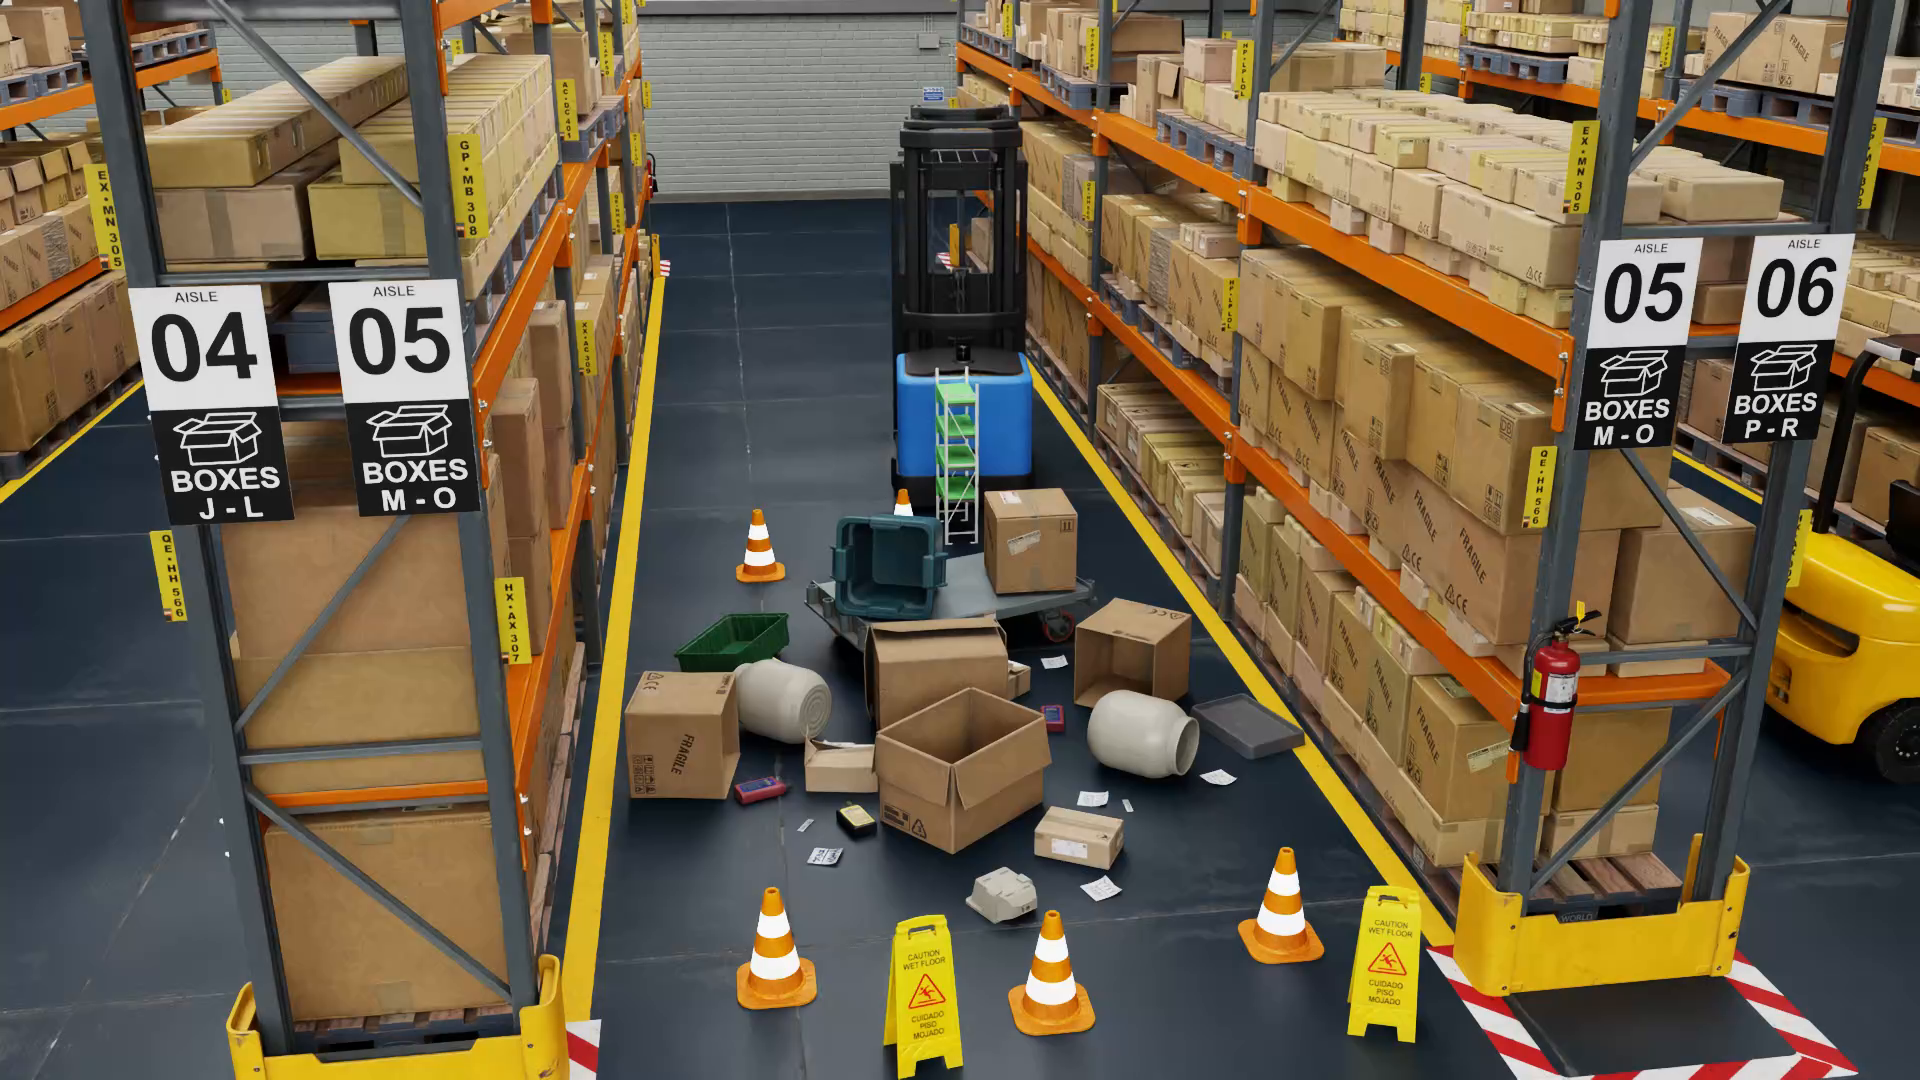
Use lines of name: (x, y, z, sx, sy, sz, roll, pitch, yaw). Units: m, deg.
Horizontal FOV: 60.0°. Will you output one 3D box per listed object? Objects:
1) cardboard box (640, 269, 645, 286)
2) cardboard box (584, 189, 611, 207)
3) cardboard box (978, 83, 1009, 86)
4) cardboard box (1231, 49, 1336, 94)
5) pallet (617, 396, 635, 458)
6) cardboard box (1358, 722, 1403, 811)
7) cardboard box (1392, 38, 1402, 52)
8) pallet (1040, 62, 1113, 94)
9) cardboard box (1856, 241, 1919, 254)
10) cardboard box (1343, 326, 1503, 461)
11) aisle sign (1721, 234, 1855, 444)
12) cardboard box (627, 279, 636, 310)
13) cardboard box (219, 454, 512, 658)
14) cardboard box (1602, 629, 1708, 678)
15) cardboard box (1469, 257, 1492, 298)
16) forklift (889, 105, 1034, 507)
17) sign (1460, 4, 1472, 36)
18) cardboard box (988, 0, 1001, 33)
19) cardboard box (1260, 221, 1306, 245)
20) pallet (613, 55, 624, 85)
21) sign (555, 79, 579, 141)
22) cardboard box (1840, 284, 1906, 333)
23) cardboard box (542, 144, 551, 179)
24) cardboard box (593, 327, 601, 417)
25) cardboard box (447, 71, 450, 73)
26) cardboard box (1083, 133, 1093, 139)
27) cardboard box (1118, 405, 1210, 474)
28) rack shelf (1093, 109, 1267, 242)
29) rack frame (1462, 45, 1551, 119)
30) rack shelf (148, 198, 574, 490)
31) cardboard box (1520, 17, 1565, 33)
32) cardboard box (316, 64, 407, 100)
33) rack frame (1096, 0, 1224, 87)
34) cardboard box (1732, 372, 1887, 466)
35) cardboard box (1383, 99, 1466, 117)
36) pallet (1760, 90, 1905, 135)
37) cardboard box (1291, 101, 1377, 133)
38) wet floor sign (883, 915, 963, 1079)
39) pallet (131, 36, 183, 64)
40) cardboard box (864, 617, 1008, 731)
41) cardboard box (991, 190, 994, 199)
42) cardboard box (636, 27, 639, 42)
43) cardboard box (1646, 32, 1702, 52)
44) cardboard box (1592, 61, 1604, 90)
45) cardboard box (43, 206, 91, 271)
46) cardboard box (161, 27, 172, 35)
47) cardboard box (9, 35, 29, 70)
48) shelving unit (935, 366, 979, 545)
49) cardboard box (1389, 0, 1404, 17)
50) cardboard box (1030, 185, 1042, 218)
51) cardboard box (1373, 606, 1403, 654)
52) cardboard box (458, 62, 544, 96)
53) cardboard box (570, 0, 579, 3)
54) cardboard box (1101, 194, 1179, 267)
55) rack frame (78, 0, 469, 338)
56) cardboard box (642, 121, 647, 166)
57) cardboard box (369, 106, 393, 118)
cardboard box: (-3.802, -2.990, 18.985, 0.380, 0.149, 0.250, -3, 21, -8)
cardboard box: (-3.365, -3.086, 15.100, 0.380, 0.149, 0.250, -3, 21, -9)
cardboard box: (0.413, -5.304, 19.631, 0.380, 0.149, 0.250, -3, 21, -7)
cardboard box: (1.983, -2.877, 10.244, 0.500, 0.250, 0.500, -2, 21, -7)
pallet: (-3.378, -0.981, 14.542, 1.003, 0.211, 1.213, -3, 21, -8)
cardboard box: (2.320, 1.114, 8.277, 0.500, 0.250, 0.500, -3, 21, -8)
cardboard box: (5.356, -5.867, 19.709, 0.380, 0.149, 0.250, -2, 21, -7)
pallet: (1.307, -4.226, 15.226, 1.003, 0.211, 1.213, -2, 21, -5)
cardboard box: (7.092, -2.182, 12.701, 0.380, 0.149, 0.250, -3, 21, -7)
cardboard box: (2.239, -0.699, 7.804, 0.700, 0.500, 0.500, -3, 21, -8)
aisle sign: (3.085, -0.744, 6.205, 0.394, 0.787, 0.004, -3, 21, -8)
cardboard box: (-3.425, -2.355, 16.135, 0.500, 0.250, 0.500, -2, 21, -5)
cardboard box: (-2.129, 0.046, 6.047, 0.875, 0.550, 0.550, -3, 21, -8)
cardboard box: (2.926, 0.458, 7.062, 0.380, 0.149, 0.250, -3, 21, -8)
cardboard box: (2.369, -1.107, 6.965, 0.380, 0.149, 0.250, -2, 21, -6)
forklift: (-0.020, -2.093, 13.631, 1.130, 2.935, 3.031, -1, 20, -2)
sign: (5.415, -5.556, 17.778, 0.100, 0.325, 0.005, -3, 21, -8)
cardboard box: (0.605, -6.062, 18.985, 0.500, 0.500, 0.500, -3, 21, -7)
cardboard box: (2.217, -2.155, 11.604, 0.380, 0.149, 0.250, -2, 21, -5)
pallet: (-3.860, -4.500, 15.959, 1.213, 0.211, 1.003, -3, 21, -8)
sign: (-2.142, -2.345, 9.069, 0.100, 0.325, 0.005, -3, 21, -8)
cardboard box: (6.699, -1.667, 11.893, 0.500, 0.250, 0.500, -3, 21, -9)
cardboard box: (-2.246, -1.876, 8.282, 0.380, 0.149, 0.250, -3, 21, -7)
cardboard box: (-2.574, -1.049, 10.596, 0.500, 0.500, 0.500, -3, 21, -7)
cardboard box: (-3.161, -2.835, 10.616, 0.500, 0.311, 0.500, -4, 21, -10)
cardboard box: (1.488, -3.704, 16.276, 0.500, 0.500, 0.500, -2, 21, -6)
cardboard box: (1.802, -0.816, 13.270, 0.950, 0.372, 0.625, -3, 21, -9)
rack shelf: (1.905, -2.677, 11.839, 1.077, 0.370, 4.000, -3, 21, -8)
rack frame: (5.951, -3.938, 18.473, 1.000, 3.000, 0.127, -3, 21, -8)
rack shelf: (-2.402, -1.008, 7.368, 1.077, 0.370, 4.000, -3, 21, -8)
cardboard box: (5.822, -5.131, 16.571, 0.380, 0.149, 0.250, -3, 21, -7)
cardboard box: (-2.900, -2.218, 8.056, 0.380, 0.149, 0.250, -3, 21, -8)
rack frame: (1.617, -5.112, 13.042, 1.000, 3.000, 0.127, -3, 21, -8)
cardboard box: (6.803, -0.962, 13.298, 0.875, 0.625, 0.625, -4, 21, -10)
cardboard box: (2.517, -2.298, 9.015, 0.380, 0.149, 0.250, -2, 21, -6)
pallet: (6.878, -3.253, 12.620, 1.003, 0.211, 1.213, -2, 21, -5)
cardboard box: (2.011, -2.272, 8.944, 0.380, 0.149, 0.250, -4, 21, -10)
wet floor sign: (-0.151, 1.766, 6.566, 0.267, 0.644, 0.232, -7, 21, -17)
pallet: (-9.047, -5.256, 17.840, 1.003, 0.211, 1.213, -3, 21, -8)
cardboard box: (-0.132, 0.770, 9.241, 0.797, 0.637, 0.503, -3, 21, -8)
cardboard box: (0.640, -4.059, 18.654, 0.500, 0.500, 0.500, -3, 21, -9)
cardboard box: (-4.093, -5.978, 19.861, 0.500, 0.250, 0.500, -3, 21, -9)
cardboard box: (6.186, -4.318, 14.424, 0.380, 0.149, 0.250, -2, 21, -6)
cardboard box: (6.140, -4.228, 15.175, 0.500, 0.250, 0.500, -3, 21, -8)
cardboard box: (-8.282, -2.733, 15.104, 0.500, 0.500, 0.500, -3, 21, -8)
cardboard box: (-9.253, -5.889, 18.523, 0.700, 0.500, 0.500, -4, 21, -10)
cardboard box: (-8.698, -4.363, 14.849, 0.500, 0.311, 0.500, -4, 21, -10)
shelving unit: (-0.024, -0.619, 12.160, 0.258, 1.200, 0.503, -3, 21, -8)
cardboard box: (5.414, -6.339, 19.689, 0.500, 0.250, 0.500, -2, 21, -6)
cardboard box: (0.974, -3.329, 16.341, 0.500, 0.250, 0.500, -3, 21, -7)
cardboard box: (2.244, 0.429, 8.110, 0.380, 0.149, 0.250, -3, 21, -7)
cardboard box: (-2.251, -2.252, 8.147, 0.380, 0.149, 0.250, -3, 21, -8)
cardboard box: (-4.404, -5.880, 18.315, 0.380, 0.149, 0.250, -2, 21, -6)
cardboard box: (1.452, -2.517, 13.500, 0.500, 0.500, 0.500, -4, 21, -9)
rack frame: (-2.114, -2.058, 4.864, 1.000, 3.000, 0.127, -3, 21, -8)
cardboard box: (-4.101, -4.830, 20.294, 0.500, 0.500, 0.500, -2, 21, -7)
cardboard box: (-2.750, -1.817, 7.553, 0.500, 0.250, 0.500, -3, 21, -8)
